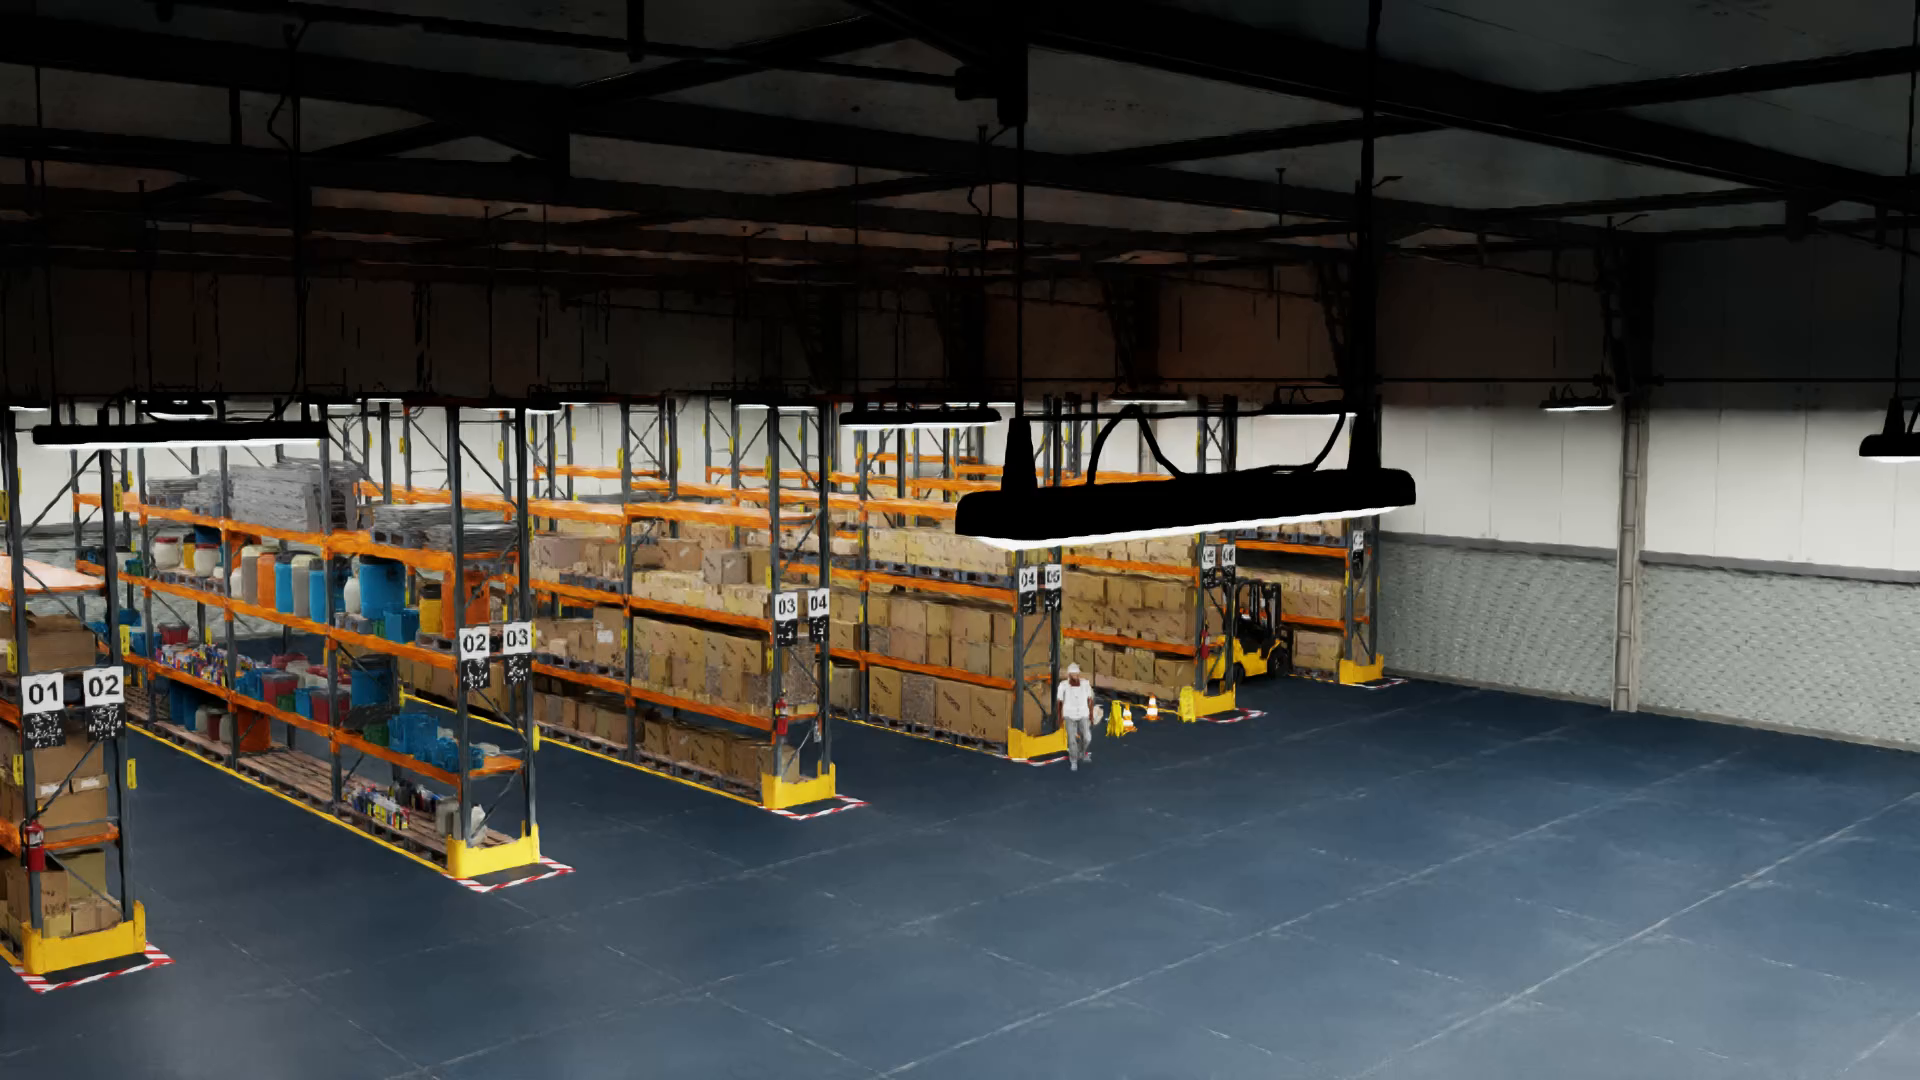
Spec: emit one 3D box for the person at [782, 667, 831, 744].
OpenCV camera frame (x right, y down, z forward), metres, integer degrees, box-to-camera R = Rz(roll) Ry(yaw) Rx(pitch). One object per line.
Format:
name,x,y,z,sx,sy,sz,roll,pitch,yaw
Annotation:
person,-2.753,2.684,28.828,0.849,1.717,0.701,3,6,30

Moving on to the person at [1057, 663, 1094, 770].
person,1.875,2.849,27.038,0.615,1.759,0.578,-1,6,-6
